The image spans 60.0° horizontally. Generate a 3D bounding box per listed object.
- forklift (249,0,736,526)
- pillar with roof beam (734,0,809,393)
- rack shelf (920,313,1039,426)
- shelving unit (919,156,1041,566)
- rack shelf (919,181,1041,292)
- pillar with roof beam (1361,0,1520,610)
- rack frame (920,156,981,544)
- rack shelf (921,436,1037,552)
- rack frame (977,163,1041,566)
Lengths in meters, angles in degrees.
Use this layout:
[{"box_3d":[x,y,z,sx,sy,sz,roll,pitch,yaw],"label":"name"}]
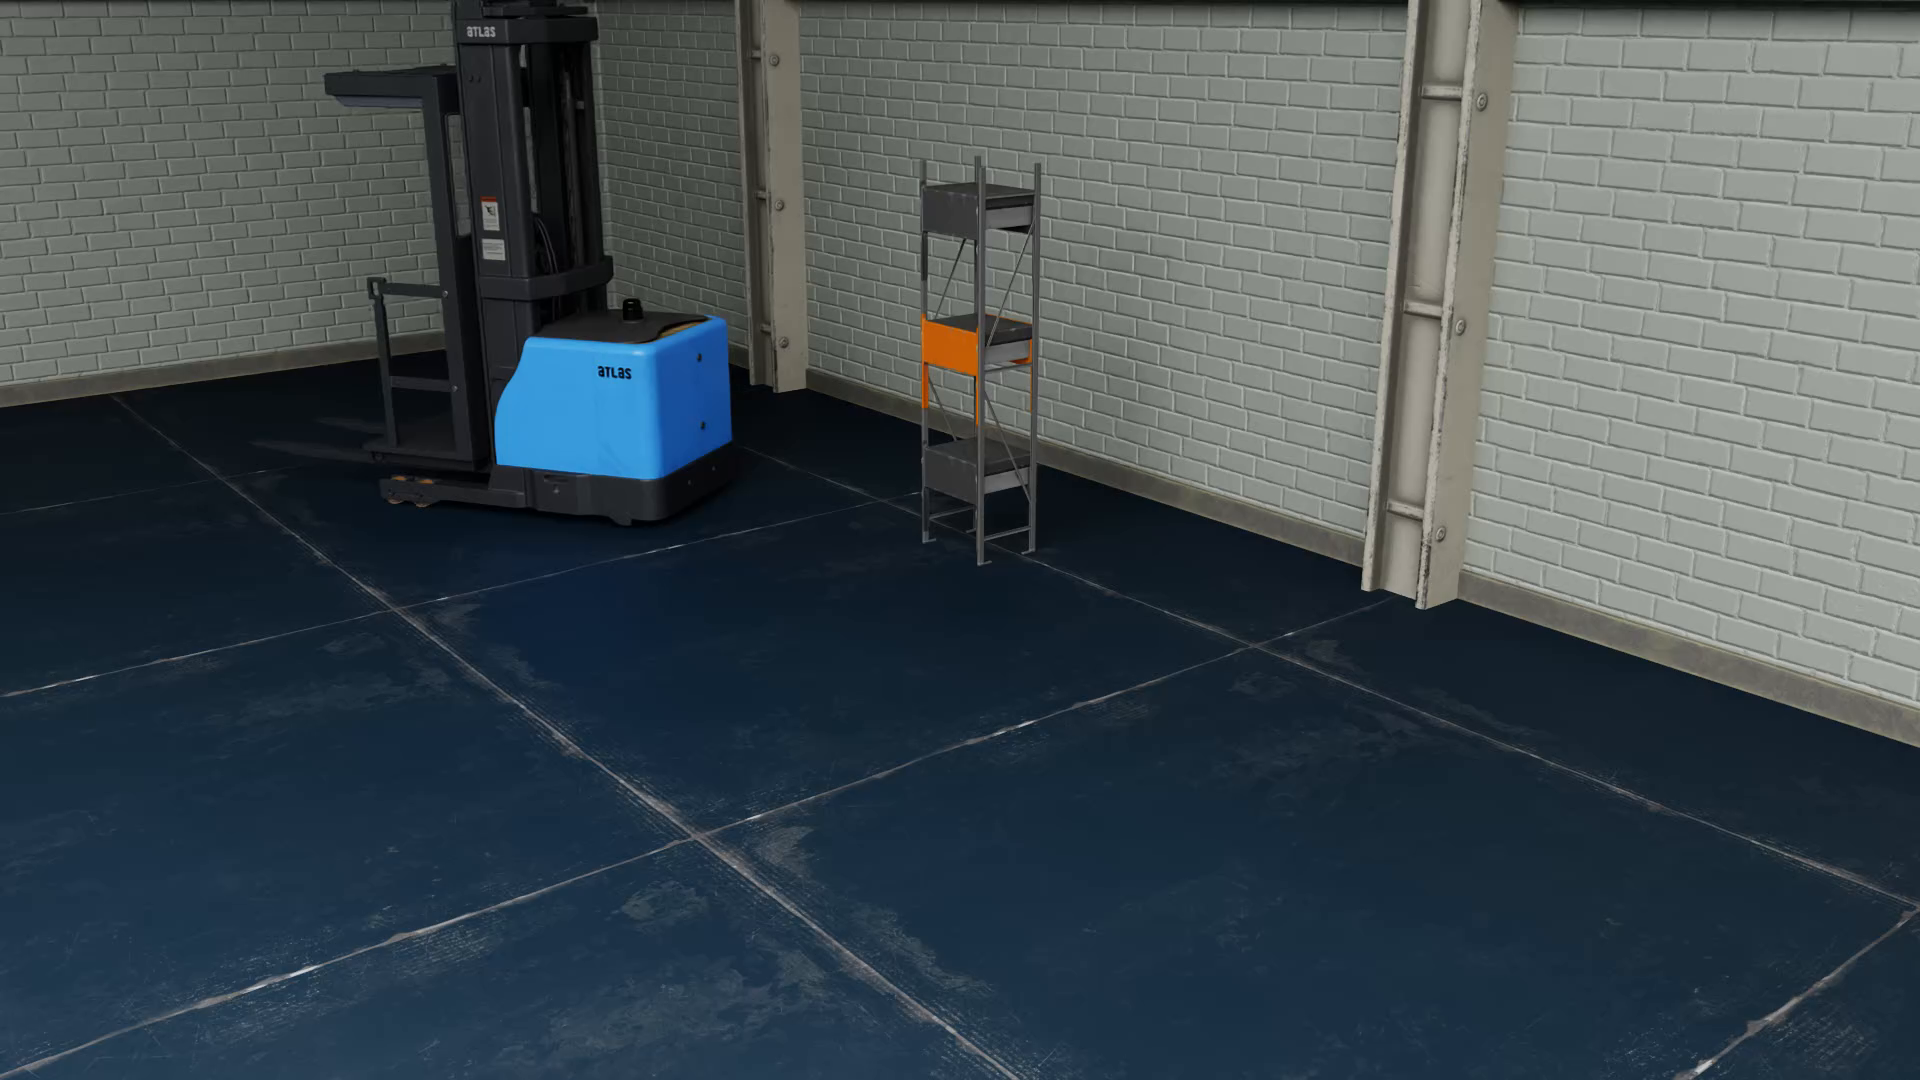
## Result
[{"box_3d":[-2.960,-1.735,9.940,3.031,2.935,1.130,6,19,18],"label":"forklift"},{"box_3d":[-4.786,-4.640,9.059,9.100,9.000,0.400,-14,23,-36],"label":"pillar with roof beam"},{"box_3d":[0.103,-0.943,8.914,0.431,0.518,0.480,-14,23,-36],"label":"rack shelf"},{"box_3d":[0.103,-0.956,8.909,0.431,2.100,0.503,-14,23,-36],"label":"shelving unit"},{"box_3d":[0.103,-1.608,8.693,0.431,0.518,0.480,-14,23,-36],"label":"rack shelf"},{"box_3d":[-1.061,-3.161,4.594,9.100,9.000,0.400,-14,23,-36],"label":"pillar with roof beam"},{"box_3d":[-0.049,-1.016,9.091,0.400,2.100,0.015,-14,23,-36],"label":"rack frame"},{"box_3d":[0.103,-0.279,9.134,0.431,0.518,0.480,-14,23,-36],"label":"rack shelf"},{"box_3d":[0.254,-0.896,8.728,0.400,2.100,0.015,-14,23,-36],"label":"rack frame"}]
